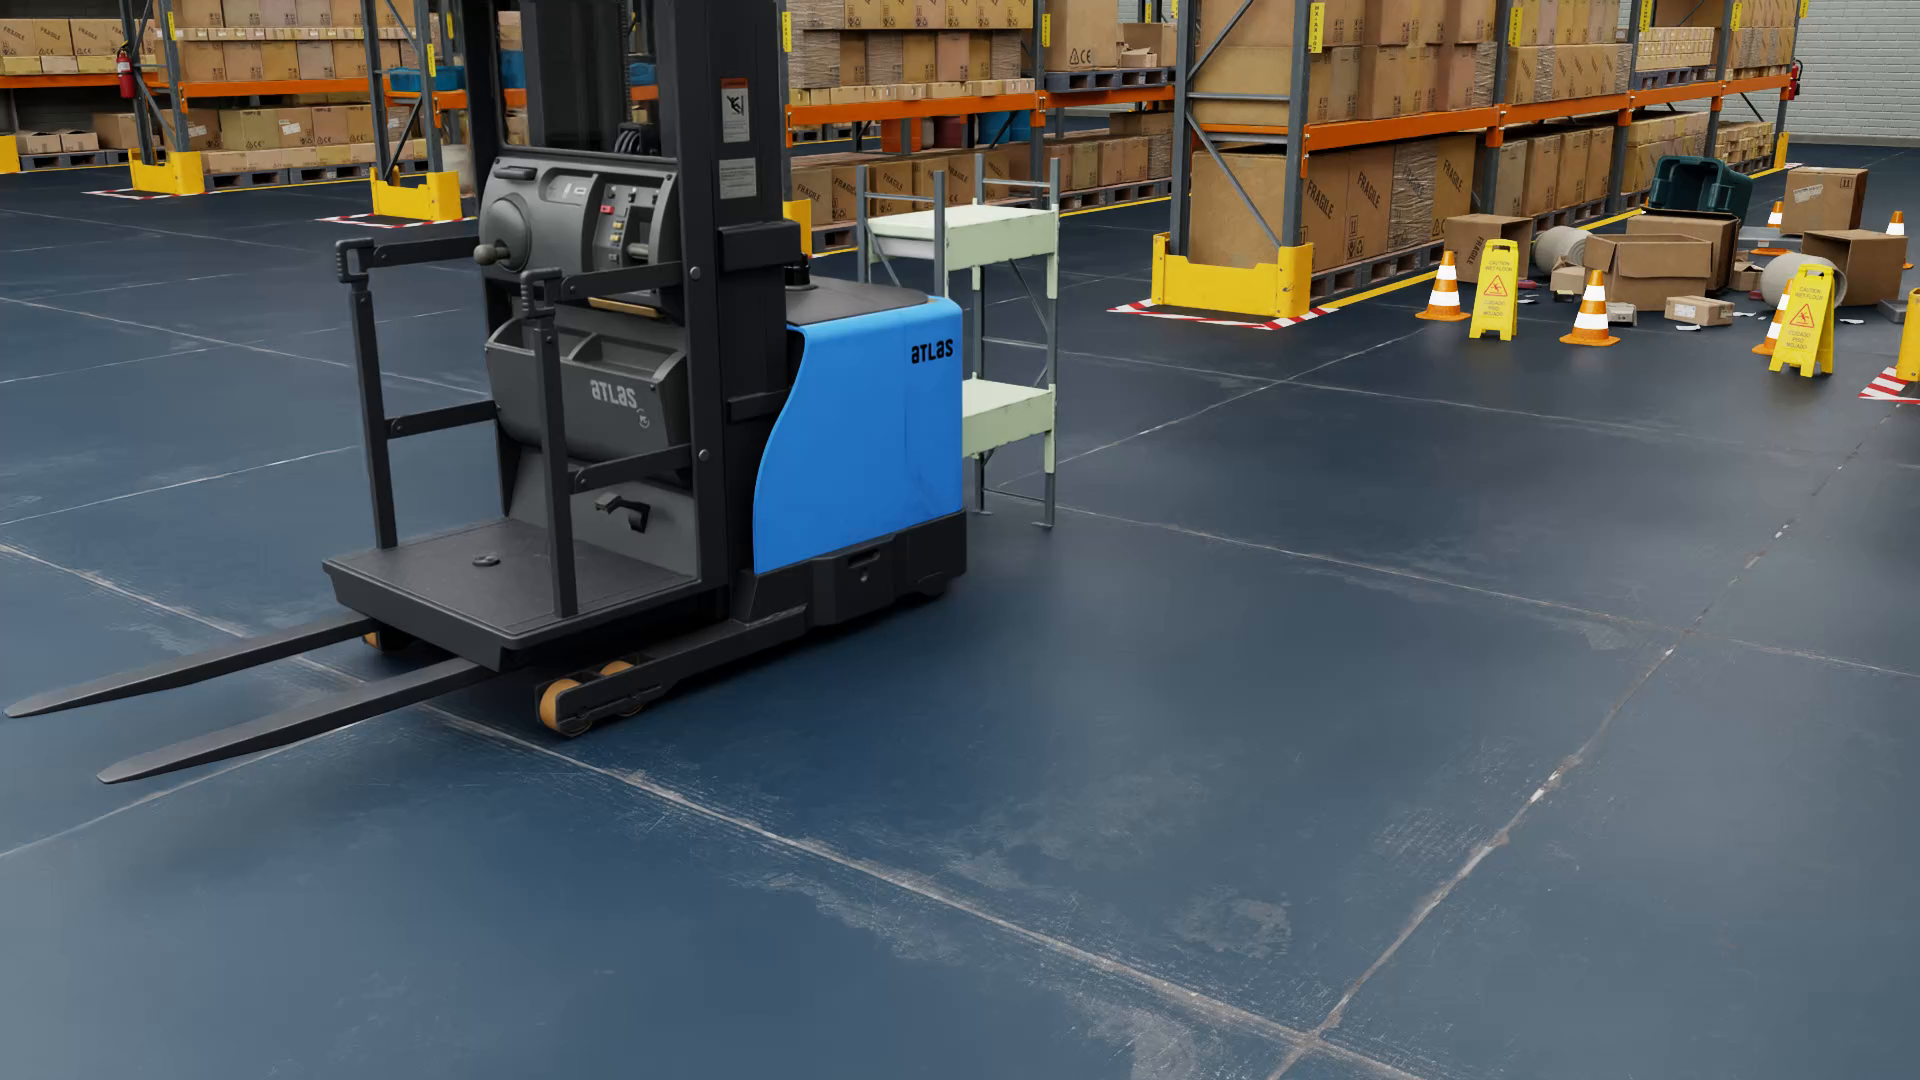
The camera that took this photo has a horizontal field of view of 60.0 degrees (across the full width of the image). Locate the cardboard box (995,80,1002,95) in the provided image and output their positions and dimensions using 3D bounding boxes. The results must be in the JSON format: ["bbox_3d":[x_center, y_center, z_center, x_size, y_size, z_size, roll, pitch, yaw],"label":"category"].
[{"bbox_3d":[0.210,-4.675,17.165,0.380,0.149,0.250,12,21,35],"label":"cardboard box"}]

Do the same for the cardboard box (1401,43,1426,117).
[{"bbox_3d":[3.207,-3.700,13.347,0.875,0.550,0.500,12,21,35],"label":"cardboard box"}]

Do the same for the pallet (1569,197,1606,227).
[{"bbox_3d":[6.232,-3.551,17.824,1.003,0.211,1.213,12,21,35],"label":"pallet"}]

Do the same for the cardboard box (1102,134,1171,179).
[{"bbox_3d":[2.135,-4.677,20.220,0.700,0.500,0.500,10,20,30],"label":"cardboard box"}]

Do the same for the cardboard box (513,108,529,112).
[{"bbox_3d":[-6.581,-6.422,25.348,0.500,0.311,0.500,12,21,34],"label":"cardboard box"}]

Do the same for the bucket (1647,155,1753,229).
[{"bbox_3d":[6.149,-2.828,13.748,0.620,0.611,0.726,0,14,-35],"label":"bucket"}]

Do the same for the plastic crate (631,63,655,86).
[{"bbox_3d":[-3.964,-5.498,19.641,0.499,0.251,0.616,12,21,35],"label":"plastic crate"}]

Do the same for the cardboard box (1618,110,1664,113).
[{"bbox_3d":[8.493,-5.246,20.821,0.500,0.250,0.500,11,21,32],"label":"cardboard box"}]

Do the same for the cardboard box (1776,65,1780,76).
[{"bbox_3d":[11.383,-6.663,23.565,0.380,0.149,0.250,12,21,35],"label":"cardboard box"}]

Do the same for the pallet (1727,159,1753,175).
[{"bbox_3d":[10.243,-5.137,22.929,1.003,0.211,1.213,12,21,35],"label":"pallet"}]

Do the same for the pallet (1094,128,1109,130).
[{"bbox_3d":[3.105,-7.217,29.629,1.003,0.211,1.213,12,21,35],"label":"pallet"}]

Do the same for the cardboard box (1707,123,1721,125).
[{"bbox_3d":[10.542,-5.823,23.534,0.380,0.149,0.250,11,20,32],"label":"cardboard box"}]

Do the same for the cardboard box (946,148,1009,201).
[{"bbox_3d":[0.185,-3.924,17.829,0.500,0.500,0.500,12,21,33],"label":"cardboard box"}]

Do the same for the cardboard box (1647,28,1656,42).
[{"bbox_3d":[7.501,-5.620,18.496,0.380,0.149,0.250,12,21,34],"label":"cardboard box"}]

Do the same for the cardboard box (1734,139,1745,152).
[{"bbox_3d":[10.360,-5.336,22.465,0.380,0.149,0.250,12,21,34],"label":"cardboard box"}]

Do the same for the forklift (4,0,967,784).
[{"bbox_3d":[-1.333,-0.992,4.996,1.130,2.935,3.031,15,23,40],"label":"forklift"}]

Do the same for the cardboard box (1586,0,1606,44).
[{"bbox_3d":[6.186,-5.357,17.082,0.700,0.500,0.500,12,21,34],"label":"cardboard box"}]

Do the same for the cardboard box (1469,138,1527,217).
[{"bbox_3d":[4.676,-3.395,15.703,1.050,0.750,0.750,12,21,34],"label":"cardboard box"}]

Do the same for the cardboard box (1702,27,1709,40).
[{"bbox_3d":[8.903,-6.181,20.301,0.380,0.149,0.250,12,21,33],"label":"cardboard box"}]

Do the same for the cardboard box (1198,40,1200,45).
[{"bbox_3d":[3.347,-6.074,21.075,0.500,0.500,0.500,13,22,36],"label":"cardboard box"}]

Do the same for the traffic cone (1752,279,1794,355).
[{"bbox_3d":[5.251,-1.420,10.537,0.336,0.463,0.334,12,21,35],"label":"traffic cone"}]

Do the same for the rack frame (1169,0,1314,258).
[{"bbox_3d":[1.995,-3.152,11.836,1.000,3.000,0.127,12,21,35],"label":"rack frame"}]

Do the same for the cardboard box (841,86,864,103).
[{"bbox_3d":[-1.109,-4.135,15.424,0.380,0.149,0.250,12,21,35],"label":"cardboard box"}]

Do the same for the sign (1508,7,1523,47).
[{"bbox_3d":[4.825,-4.458,14.450,0.100,0.325,0.005,12,21,35],"label":"sign"}]

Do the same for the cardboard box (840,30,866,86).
[{"bbox_3d":[-1.377,-4.509,15.535,0.875,0.500,0.500,12,21,35],"label":"cardboard box"}]

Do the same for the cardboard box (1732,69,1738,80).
[{"bbox_3d":[9.954,-6.111,21.788,0.380,0.149,0.250,11,21,32],"label":"cardboard box"}]

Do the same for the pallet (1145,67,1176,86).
[{"bbox_3d":[2.500,-5.678,20.293,1.213,0.211,1.003,12,21,35],"label":"pallet"}]

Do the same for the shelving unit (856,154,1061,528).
[{"bbox_3d":[0.005,-0.717,6.523,0.431,1.500,0.755,13,21,35],"label":"shelving unit"}]

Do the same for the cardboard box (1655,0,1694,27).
[{"bbox_3d":[9.208,-6.837,21.347,0.500,0.500,0.500,12,21,33],"label":"cardboard box"}]

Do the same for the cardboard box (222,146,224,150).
[{"bbox_3d":[-9.511,-4.993,21.691,0.500,0.250,0.500,12,21,35],"label":"cardboard box"}]

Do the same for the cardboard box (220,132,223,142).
[{"bbox_3d":[-11.773,-6.356,26.188,0.380,0.166,0.250,9,20,28],"label":"cardboard box"}]

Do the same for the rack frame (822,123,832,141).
[{"bbox_3d":[-2.732,-8.662,29.580,1.000,3.000,0.127,12,21,35],"label":"rack frame"}]

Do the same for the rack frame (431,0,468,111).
[{"bbox_3d":[-9.095,-8.584,29.328,1.000,3.000,0.127,12,21,35],"label":"rack frame"}]

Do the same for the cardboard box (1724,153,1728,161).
[{"bbox_3d":[9.996,-5.080,22.144,0.380,0.149,0.250,12,21,34],"label":"cardboard box"}]

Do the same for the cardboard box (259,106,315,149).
[{"bbox_3d":[-8.799,-5.379,21.671,0.500,0.500,0.500,12,21,35],"label":"cardboard box"}]

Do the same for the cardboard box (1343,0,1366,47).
[{"bbox_3d":[2.501,-3.968,12.391,0.875,0.550,0.550,12,21,35],"label":"cardboard box"}]

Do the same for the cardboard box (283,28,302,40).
[{"bbox_3d":[-8.709,-6.524,21.432,0.380,0.149,0.250,12,21,34],"label":"cardboard box"}]

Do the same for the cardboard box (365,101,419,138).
[{"bbox_3d":[-8.026,-5.947,23.501,0.500,0.500,0.500,12,21,35],"label":"cardboard box"}]

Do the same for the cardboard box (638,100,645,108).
[{"bbox_3d":[-6.184,-8.703,33.219,0.700,0.500,0.500,13,21,35],"label":"cardboard box"}]

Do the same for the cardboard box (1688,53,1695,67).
[{"bbox_3d":[8.614,-5.781,20.016,0.380,0.149,0.250,11,20,32],"label":"cardboard box"}]

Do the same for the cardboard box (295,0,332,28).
[{"bbox_3d":[-8.655,-6.959,21.738,0.700,0.500,0.500,12,21,35],"label":"cardboard box"}]

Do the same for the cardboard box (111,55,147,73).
[{"bbox_3d":[-12.407,-7.043,24.585,0.500,0.250,0.500,13,21,35],"label":"cardboard box"}]

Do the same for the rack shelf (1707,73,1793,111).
[{"bbox_3d":[10.337,-6.143,22.681,1.077,0.370,4.000,12,21,35],"label":"rack shelf"}]

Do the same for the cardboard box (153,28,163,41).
[{"bbox_3d":[-9.807,-6.286,20.667,0.380,0.149,0.250,12,21,34],"label":"cardboard box"}]

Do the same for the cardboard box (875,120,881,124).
[{"bbox_3d":[-1.616,-8.129,31.329,0.797,0.503,0.637,12,21,35],"label":"cardboard box"}]

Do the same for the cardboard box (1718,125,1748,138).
[{"bbox_3d":[10.602,-5.614,22.860,0.380,0.149,0.250,12,21,33],"label":"cardboard box"}]

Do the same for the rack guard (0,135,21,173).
[{"bbox_3d":[-13.817,-5.503,23.621,1.175,0.500,0.348,12,21,35],"label":"rack guard"}]

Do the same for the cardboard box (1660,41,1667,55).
[{"bbox_3d":[7.827,-5.608,18.960,0.380,0.149,0.250,12,21,35],"label":"cardboard box"}]

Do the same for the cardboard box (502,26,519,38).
[{"bbox_3d":[-8.281,-8.977,29.889,0.500,0.500,0.500,13,22,36],"label":"cardboard box"}]

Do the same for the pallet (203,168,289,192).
[{"bbox_3d":[-9.460,-4.662,21.400,1.003,0.211,1.213,12,21,35],"label":"pallet"}]

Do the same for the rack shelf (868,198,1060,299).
[{"bbox_3d":[0.004,-1.090,6.407,0.431,0.370,0.720,13,21,35],"label":"rack shelf"}]

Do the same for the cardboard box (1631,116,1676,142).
[{"bbox_3d":[7.974,-4.780,19.322,0.500,0.250,0.500,13,21,35],"label":"cardboard box"}]

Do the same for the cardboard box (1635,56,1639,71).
[{"bbox_3d":[7.191,-5.209,18.176,0.380,0.149,0.250,12,21,34],"label":"cardboard box"}]

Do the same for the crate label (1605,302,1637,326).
[{"bbox_3d":[4.576,-1.578,11.595,0.250,0.136,0.298,2,17,6],"label":"crate label"}]
